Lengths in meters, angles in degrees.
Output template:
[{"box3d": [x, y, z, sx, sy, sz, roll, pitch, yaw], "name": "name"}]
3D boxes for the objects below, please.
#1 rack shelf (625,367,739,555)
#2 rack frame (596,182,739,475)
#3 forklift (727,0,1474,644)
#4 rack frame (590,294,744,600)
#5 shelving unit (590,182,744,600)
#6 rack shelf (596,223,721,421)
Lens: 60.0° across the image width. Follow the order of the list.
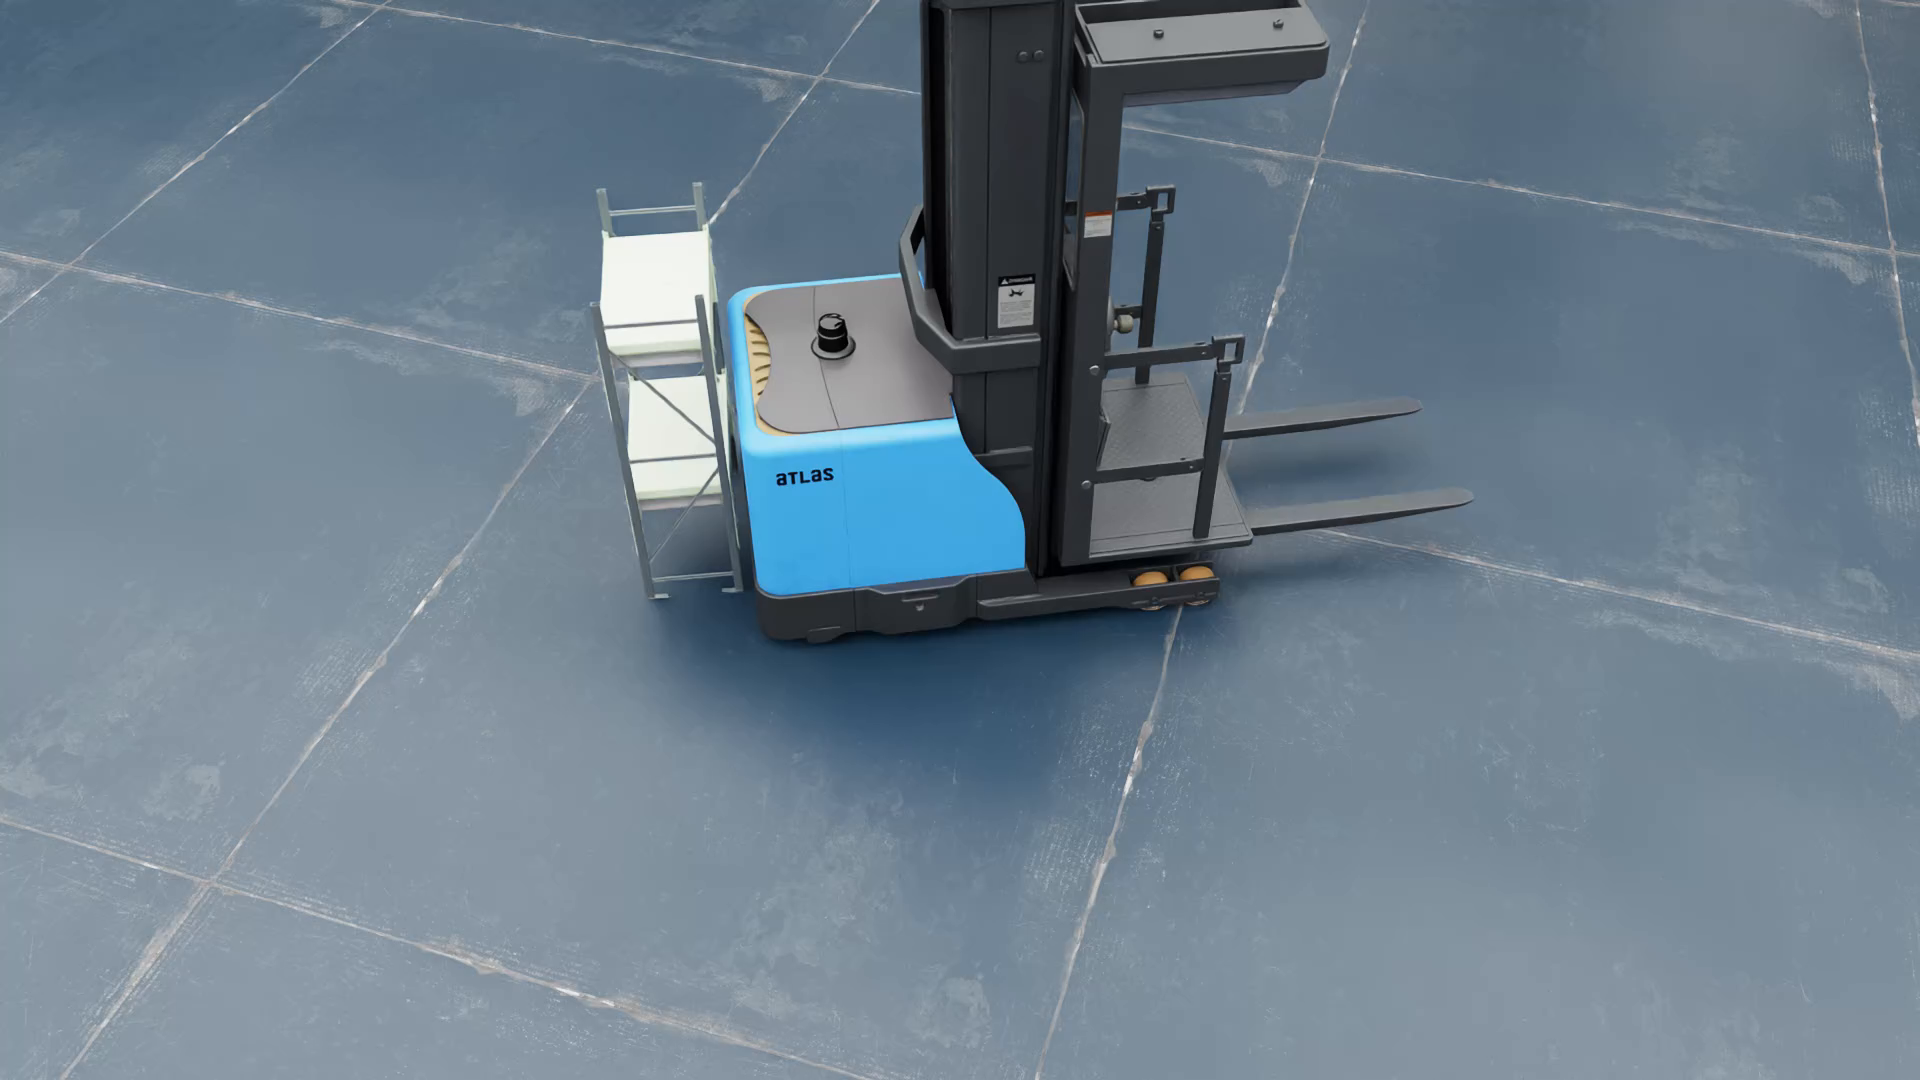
[{"box3d": [-1.146, -0.332, 6.881, 0.431, 0.370, 0.720, -5, 45, -5], "name": "rack shelf"}, {"box3d": [-1.192, -0.819, 6.912, 0.400, 1.500, 0.023, -5, 45, -5], "name": "rack frame"}, {"box3d": [0.620, -1.118, 6.196, 3.031, 2.935, 1.130, -6, 45, -7], "name": "forklift"}, {"box3d": [-1.103, -0.310, 6.393, 0.400, 1.500, 0.023, -5, 45, -5], "name": "rack frame"}, {"box3d": [-1.147, -0.564, 6.653, 0.431, 1.500, 0.755, -5, 45, -5], "name": "shelving unit"}, {"box3d": [-1.148, -0.843, 6.380, 0.431, 0.370, 0.720, -5, 45, -5], "name": "rack shelf"}]
